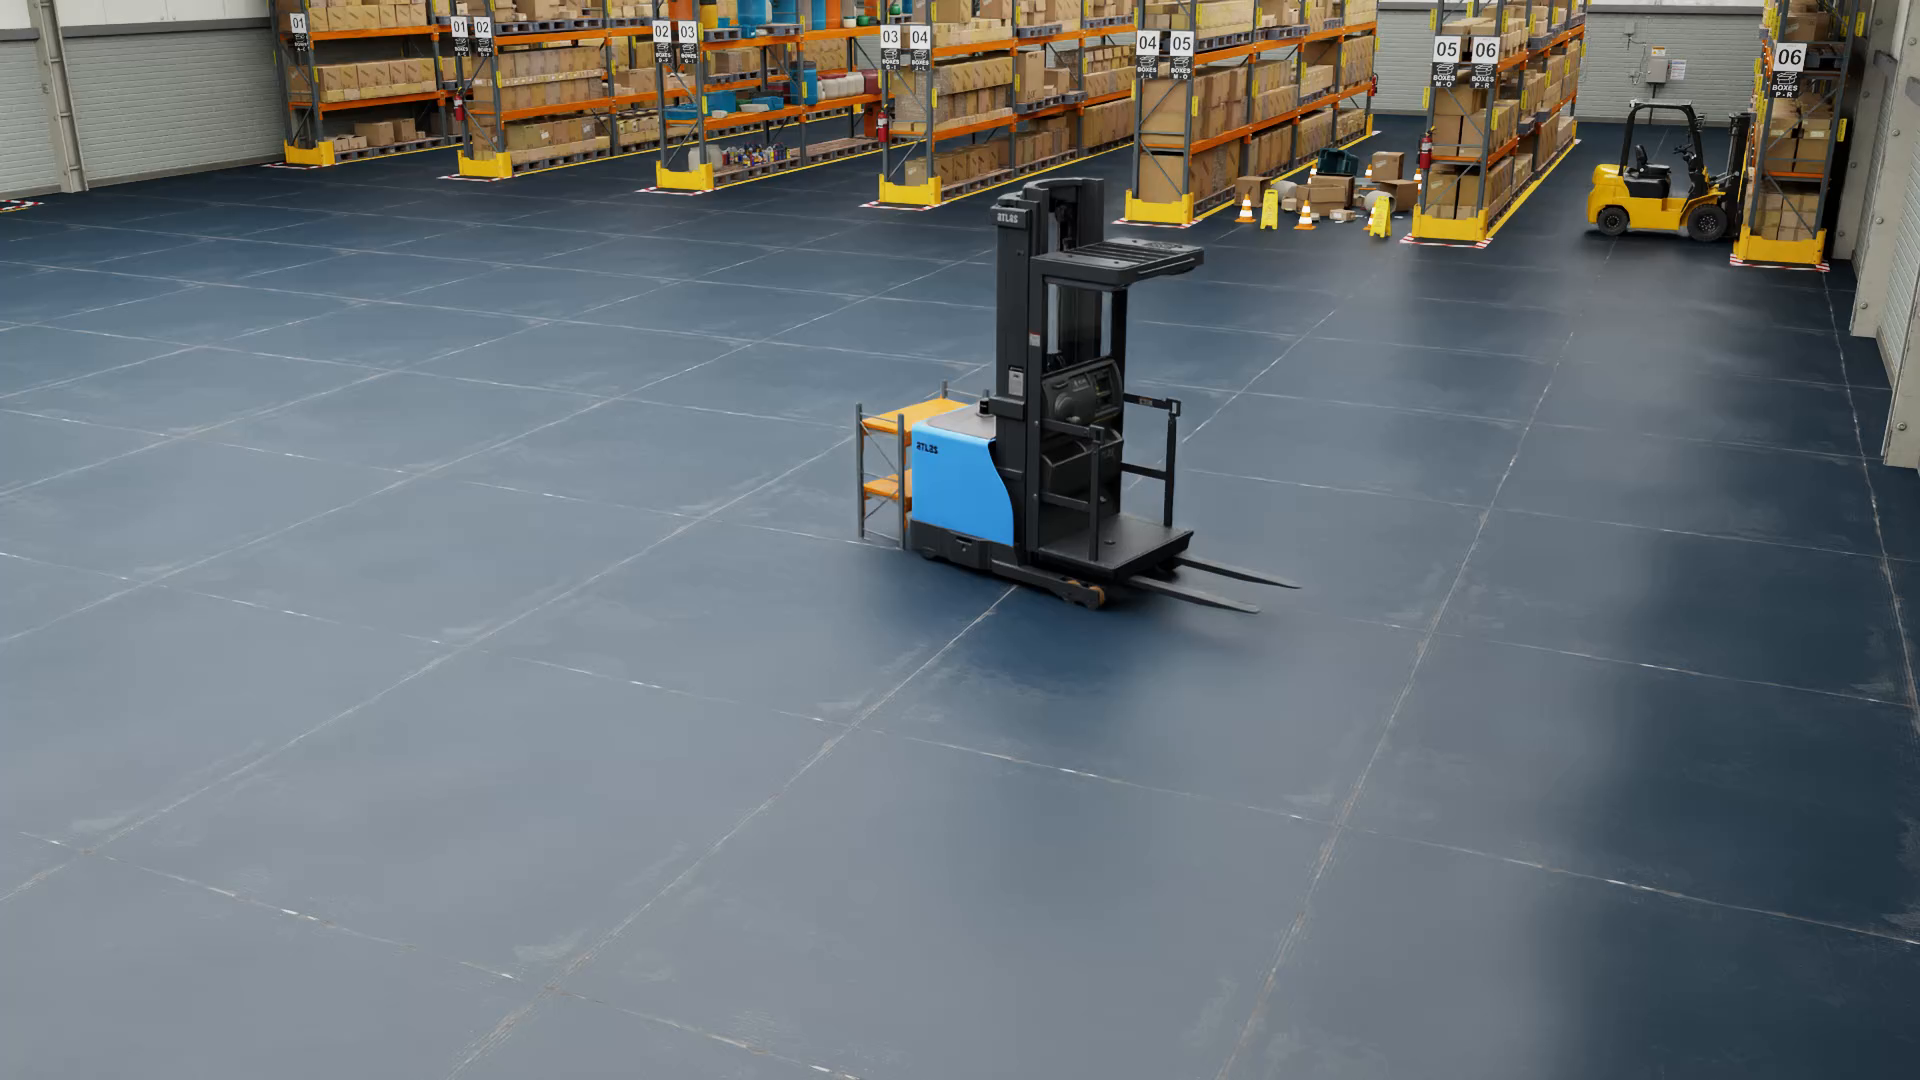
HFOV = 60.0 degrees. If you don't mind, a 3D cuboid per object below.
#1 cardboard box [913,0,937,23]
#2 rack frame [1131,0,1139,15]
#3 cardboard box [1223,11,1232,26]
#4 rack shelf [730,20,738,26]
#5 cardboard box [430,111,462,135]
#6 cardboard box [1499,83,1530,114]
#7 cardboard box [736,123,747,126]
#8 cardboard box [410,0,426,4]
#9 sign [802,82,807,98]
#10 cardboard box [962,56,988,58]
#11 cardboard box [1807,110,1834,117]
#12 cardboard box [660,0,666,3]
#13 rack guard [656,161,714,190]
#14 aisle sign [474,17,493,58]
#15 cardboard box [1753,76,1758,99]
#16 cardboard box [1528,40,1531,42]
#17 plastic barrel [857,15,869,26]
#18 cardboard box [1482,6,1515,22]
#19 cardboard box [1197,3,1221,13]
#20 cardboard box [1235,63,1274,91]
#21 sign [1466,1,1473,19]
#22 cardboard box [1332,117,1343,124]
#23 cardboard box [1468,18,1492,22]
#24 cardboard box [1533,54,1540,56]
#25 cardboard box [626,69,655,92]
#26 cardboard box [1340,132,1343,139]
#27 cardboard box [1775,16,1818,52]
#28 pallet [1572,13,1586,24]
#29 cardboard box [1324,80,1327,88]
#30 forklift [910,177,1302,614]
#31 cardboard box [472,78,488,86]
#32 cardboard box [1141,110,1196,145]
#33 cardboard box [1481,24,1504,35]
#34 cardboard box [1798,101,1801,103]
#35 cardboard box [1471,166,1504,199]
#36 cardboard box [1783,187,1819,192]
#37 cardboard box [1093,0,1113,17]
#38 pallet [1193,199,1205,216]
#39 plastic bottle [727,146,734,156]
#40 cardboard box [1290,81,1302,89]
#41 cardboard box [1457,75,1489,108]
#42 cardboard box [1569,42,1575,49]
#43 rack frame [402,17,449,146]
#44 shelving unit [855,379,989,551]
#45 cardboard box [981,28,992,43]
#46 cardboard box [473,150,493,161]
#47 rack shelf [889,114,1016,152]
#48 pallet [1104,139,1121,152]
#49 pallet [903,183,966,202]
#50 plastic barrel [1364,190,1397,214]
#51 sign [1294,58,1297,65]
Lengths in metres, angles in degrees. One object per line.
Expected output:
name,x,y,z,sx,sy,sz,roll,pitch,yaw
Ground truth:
cardboard box,-0.568,-10.112,31.610,0.500,0.500,0.500,9,21,23
rack frame,3.942,-14.262,40.143,1.000,3.000,0.127,9,21,23
cardboard box,4.563,-9.359,29.836,0.500,0.250,0.500,8,21,22
rack shelf,-5.913,-13.259,42.872,1.077,0.370,4.000,9,21,23
cardboard box,-12.604,-10.286,40.989,0.700,0.500,0.500,9,22,25
cardboard box,10.161,-8.120,30.603,0.500,0.500,0.500,9,22,24
cardboard box,-5.865,-11.016,43.043,0.500,0.500,0.500,8,21,22
cardboard box,-12.848,-12.780,38.779,0.500,0.500,0.500,7,21,18
sign,-3.355,-9.721,35.914,0.100,0.325,0.005,9,21,23
cardboard box,0.250,-9.546,33.749,0.500,0.500,0.500,9,21,23
cardboard box,13.562,-6.676,26.204,0.380,0.149,0.250,8,21,21
cardboard box,-8.666,-15.549,47.685,0.500,0.250,0.500,8,21,21
rack guard,-5.502,-7.299,33.246,1.175,0.500,0.348,9,21,23
aisle sign,-9.755,-10.291,34.048,0.394,0.787,0.004,9,21,23
cardboard box,16.899,-9.366,34.551,0.700,0.500,0.500,9,21,23
cardboard box,10.747,-9.845,32.044,0.797,0.503,0.637,9,21,23
plastic barrel,-2.269,-12.150,38.912,0.294,0.245,0.294,0,20,0
cardboard box,9.828,-9.601,30.364,0.500,0.250,0.500,9,22,24
cardboard box,4.356,-9.341,29.189,0.380,0.149,0.250,8,21,22
cardboard box,5.972,-9.416,33.826,0.700,0.500,0.500,8,21,22
sign,9.200,-9.548,30.004,0.100,0.325,0.005,9,21,23
cardboard box,9.067,-10.179,40.355,0.380,0.149,0.250,8,21,21
cardboard box,9.201,-9.166,29.474,0.380,0.149,0.250,9,22,24
cardboard box,12.541,-10.499,36.873,0.500,0.500,0.500,9,21,23
cardboard box,-7.620,-10.944,39.617,0.500,0.500,0.500,9,21,23
cardboard box,8.977,-9.727,39.973,0.380,0.149,0.250,9,22,24
cardboard box,12.558,-7.602,24.966,0.500,0.500,0.500,9,22,24
pallet,14.327,-12.442,39.633,1.003,0.211,1.213,9,21,23
cardboard box,8.234,-10.500,38.265,0.380,0.149,0.250,8,21,23
forklift,1.069,-1.079,12.130,3.031,2.935,1.130,15,25,37
cardboard box,-10.025,-9.624,34.935,0.380,0.149,0.250,8,21,22
cardboard box,3.623,-7.246,29.144,0.875,0.550,0.550,9,21,23
cardboard box,8.648,-8.306,27.056,0.380,0.149,0.250,9,21,23
cardboard box,15.049,-7.686,29.486,0.380,0.149,0.250,9,21,23
cardboard box,9.084,-6.192,28.761,0.500,0.500,0.500,9,21,24
cardboard box,13.170,-5.375,26.092,0.500,0.250,0.500,9,21,23
cardboard box,3.121,-12.500,38.884,0.797,0.503,0.637,8,21,22
pallet,3.768,-5.997,30.017,1.003,0.211,1.213,9,21,23
plastic bottle,-4.889,-8.195,35.331,0.144,0.351,0.185,10,22,25
cardboard box,7.169,-9.841,35.969,0.380,0.149,0.250,10,22,25
cardboard box,8.739,-7.709,28.584,0.700,0.500,0.500,8,21,22
cardboard box,14.185,-11.588,38.966,0.380,0.149,0.250,9,22,24
rack frame,-12.891,-11.029,40.005,1.000,3.000,0.127,9,21,23
shelving unit,-0.294,-0.626,13.549,0.538,1.125,1.048,16,25,38
cardboard box,0.291,-9.843,32.416,0.500,0.250,0.500,8,21,22
cardboard box,-10.058,-8.235,35.624,0.500,0.250,0.500,9,21,23
rack shelf,-0.153,-8.040,32.673,1.077,0.370,4.000,9,21,23
pallet,3.197,-9.501,39.871,1.003,0.211,1.213,9,21,23
pallet,-0.576,-6.720,32.050,1.003,0.211,1.213,9,21,23
plastic barrel,7.534,-6.033,29.801,0.421,0.421,0.512,-9,22,-24
sign,7.928,-11.204,39.205,0.100,0.325,0.005,9,21,23
